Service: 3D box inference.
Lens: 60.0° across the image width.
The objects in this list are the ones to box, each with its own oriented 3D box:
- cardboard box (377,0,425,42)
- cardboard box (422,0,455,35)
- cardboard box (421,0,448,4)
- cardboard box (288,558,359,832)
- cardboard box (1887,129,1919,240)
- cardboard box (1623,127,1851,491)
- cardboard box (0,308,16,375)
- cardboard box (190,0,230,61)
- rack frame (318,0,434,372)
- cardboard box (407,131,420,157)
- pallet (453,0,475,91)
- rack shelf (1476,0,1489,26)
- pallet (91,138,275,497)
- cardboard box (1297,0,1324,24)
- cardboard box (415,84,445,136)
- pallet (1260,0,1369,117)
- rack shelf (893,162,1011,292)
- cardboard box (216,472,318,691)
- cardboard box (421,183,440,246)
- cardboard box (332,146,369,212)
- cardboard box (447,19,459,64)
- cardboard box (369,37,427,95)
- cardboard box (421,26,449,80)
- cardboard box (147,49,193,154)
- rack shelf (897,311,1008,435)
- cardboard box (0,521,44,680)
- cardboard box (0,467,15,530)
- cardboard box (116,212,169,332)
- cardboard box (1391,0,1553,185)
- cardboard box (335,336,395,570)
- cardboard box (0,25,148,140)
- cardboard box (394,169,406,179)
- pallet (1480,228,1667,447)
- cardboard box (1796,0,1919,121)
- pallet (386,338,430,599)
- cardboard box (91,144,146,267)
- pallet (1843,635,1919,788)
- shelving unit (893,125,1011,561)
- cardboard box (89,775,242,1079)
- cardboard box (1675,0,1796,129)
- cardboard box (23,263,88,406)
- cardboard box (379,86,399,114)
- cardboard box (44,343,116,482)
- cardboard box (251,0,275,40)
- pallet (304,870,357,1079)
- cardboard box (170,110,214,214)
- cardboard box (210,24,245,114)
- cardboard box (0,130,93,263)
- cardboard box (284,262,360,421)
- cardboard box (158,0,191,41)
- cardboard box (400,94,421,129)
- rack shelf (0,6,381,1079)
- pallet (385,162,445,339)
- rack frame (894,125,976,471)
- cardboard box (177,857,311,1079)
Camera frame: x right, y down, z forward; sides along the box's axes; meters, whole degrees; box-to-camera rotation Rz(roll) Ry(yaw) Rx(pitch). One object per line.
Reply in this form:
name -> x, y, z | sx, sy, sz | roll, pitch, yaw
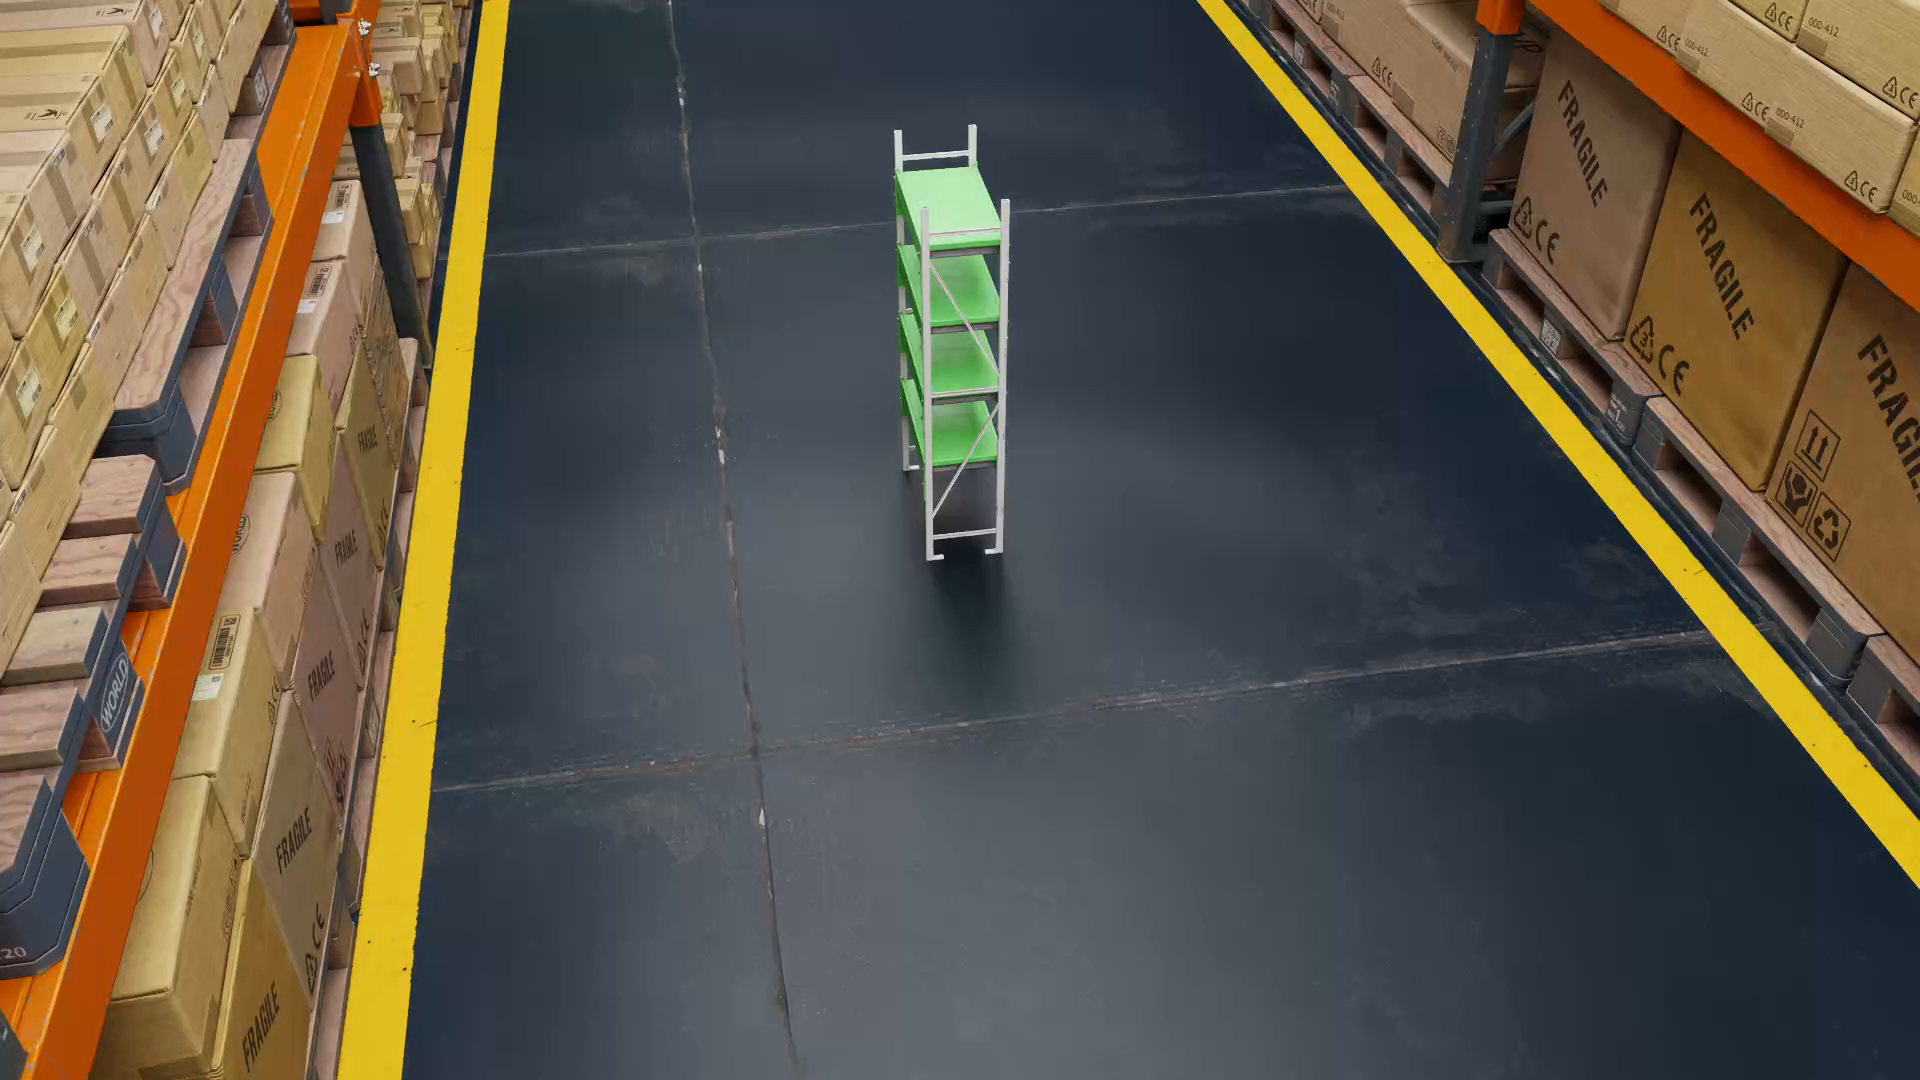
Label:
cardboard box -> -2.526, -2.233, 7.176 | 0.380, 0.149, 0.250 | -6, 38, -8
cardboard box -> -2.553, -2.441, 7.686 | 0.380, 0.149, 0.250 | -6, 38, -7
cardboard box -> -2.537, -2.559, 7.596 | 0.380, 0.149, 0.250 | -5, 38, -6
cardboard box -> -1.779, 0.389, 4.000 | 0.500, 0.500, 0.500 | -7, 38, -9
cardboard box -> 2.614, -0.789, 3.943 | 0.500, 0.250, 0.500 | -7, 38, -8
cardboard box -> 2.788, -0.790, 5.212 | 0.875, 0.875, 0.875 | -5, 38, -7
cardboard box -> -1.699, -0.277, 2.539 | 0.380, 0.149, 0.250 | -6, 38, -8
cardboard box -> -2.017, -1.272, 4.062 | 0.380, 0.149, 0.250 | -7, 38, -9
rack frame -> -2.421, -1.781, 5.097 | 1.000, 3.000, 0.127 | -6, 38, -8
cardboard box -> -2.404, -1.529, 6.754 | 0.380, 0.149, 0.250 | -7, 38, -9
pallet -> -3.002, -2.555, 8.367 | 1.003, 0.211, 1.213 | -6, 38, -8
rack shelf -> 2.084, -3.298, 7.637 | 1.077, 0.370, 4.000 | -6, 38, -8
pallet -> -2.107, -0.480, 3.580 | 1.003, 0.211, 1.213 | -6, 38, -8
cardboard box -> 2.116, -3.005, 8.419 | 0.875, 0.438, 0.875 | -5, 38, -7
cardboard box -> -2.436, -1.855, 7.174 | 0.380, 0.149, 0.250 | -7, 38, -9
pallet -> 2.161, -2.479, 8.269 | 1.003, 0.211, 1.213 | -6, 38, -8
rack shelf -> -0.029, -0.902, 4.755 | 0.258, 0.148, 0.480 | -6, 38, -8
cardboard box -> -1.766, 0.111, 3.746 | 0.500, 0.250, 0.500 | -6, 38, -8
cardboard box -> -2.215, -1.236, 6.377 | 0.380, 0.149, 0.250 | -5, 38, -7
cardboard box -> -2.278, -1.286, 5.957 | 0.380, 0.149, 0.250 | -5, 38, -6
cardboard box -> -2.556, -2.333, 7.790 | 0.380, 0.149, 0.250 | -8, 39, -10
cardboard box -> -2.393, -1.924, 6.778 | 0.380, 0.149, 0.250 | -5, 38, -7
cardboard box -> -2.450, -2.121, 7.274 | 0.380, 0.149, 0.250 | -6, 38, -7
cardboard box -> -1.922, -0.950, 3.648 | 0.380, 0.149, 0.250 | -6, 38, -8
rack shelf -> -0.029, -0.523, 5.050 | 0.258, 0.148, 0.480 | -6, 38, -8
cardboard box -> -1.647, 0.115, 2.520 | 0.380, 0.149, 0.250 | -4, 38, -6
cardboard box -> -1.657, -0.026, 2.459 | 0.380, 0.149, 0.250 | -4, 38, -6
cardboard box -> -1.834, -0.524, 3.342 | 0.380, 0.149, 0.250 | -6, 38, -7
cardboard box -> 2.430, -1.919, 7.021 | 0.875, 0.438, 0.875 | -7, 38, -9
cardboard box -> -1.954, -0.230, 4.796 | 0.500, 0.500, 0.500 | -7, 38, -9
cardboard box -> -1.882, -0.911, 3.355 | 0.380, 0.149, 0.250 | -7, 38, -9
cardboard box -> -2.302, -1.335, 6.262 | 0.380, 0.149, 0.250 | -6, 38, -8
pallet -> 2.644, -0.815, 6.127 | 1.003, 0.211, 1.213 | -6, 38, -8
cardboard box -> 2.506, -1.292, 4.182 | 0.500, 0.250, 0.500 | -7, 38, -9
pallet -> -2.283, -0.210, 5.348 | 1.003, 0.211, 1.213 | -6, 38, -8
cardboard box -> -1.834, -0.640, 3.249 | 0.380, 0.149, 0.250 | -7, 38, -8
pallet -> 3.072, 0.659, 4.230 | 1.003, 0.211, 1.213 | -6, 38, -8
shelving unit -> -0.029, -0.574, 5.011 | 0.258, 1.200, 0.503 | -6, 38, -8
cardboard box -> -1.602, 0.718, 2.965 | 0.500, 0.250, 0.500 | -8, 39, -10
cardboard box -> 2.418, -1.397, 4.726 | 0.500, 0.250, 0.500 | -7, 38, -8
cardboard box -> -1.751, -0.339, 2.862 | 0.380, 0.149, 0.250 | -6, 38, -8
cardboard box -> -2.360, -1.606, 6.369 | 0.380, 0.149, 0.250 | -7, 38, -9
cardboard box -> -1.743, -0.211, 2.939 | 0.380, 0.149, 0.250 | -5, 38, -6
cardboard box -> -2.110, -1.472, 4.562 | 0.380, 0.149, 0.250 | -6, 38, -8
pallet -> -1.855, 1.264, 3.451 | 1.003, 0.211, 1.213 | -6, 38, -8
cardboard box -> -1.925, -0.842, 3.752 | 0.380, 0.149, 0.250 | -5, 38, -6
cardboard box -> -2.025, -1.170, 4.173 | 0.380, 0.149, 0.250 | -8, 39, -10
cardboard box -> -1.794, -0.600, 2.955 | 0.380, 0.149, 0.250 | -5, 38, -6
cardboard box -> -1.965, -0.521, 4.560 | 0.500, 0.250, 0.500 | -5, 38, -6
cardboard box -> -1.981, -1.235, 3.772 | 0.380, 0.149, 0.250 | -7, 38, -9
cardboard box -> -2.450, -1.810, 6.874 | 0.380, 0.149, 0.250 | -5, 38, -6
rack shelf -> -2.071, -0.289, 3.763 | 1.077, 0.370, 4.000 | -6, 38, -8
pallet -> -2.574, -1.081, 6.470 | 1.003, 0.211, 1.213 | -6, 38, -8
rack frame -> -0.072, -0.721, 5.200 | 0.240, 1.200, 0.015 | -6, 38, -8
cardboard box -> -1.593, 1.002, 3.211 | 0.500, 0.500, 0.500 | -8, 39, -10
